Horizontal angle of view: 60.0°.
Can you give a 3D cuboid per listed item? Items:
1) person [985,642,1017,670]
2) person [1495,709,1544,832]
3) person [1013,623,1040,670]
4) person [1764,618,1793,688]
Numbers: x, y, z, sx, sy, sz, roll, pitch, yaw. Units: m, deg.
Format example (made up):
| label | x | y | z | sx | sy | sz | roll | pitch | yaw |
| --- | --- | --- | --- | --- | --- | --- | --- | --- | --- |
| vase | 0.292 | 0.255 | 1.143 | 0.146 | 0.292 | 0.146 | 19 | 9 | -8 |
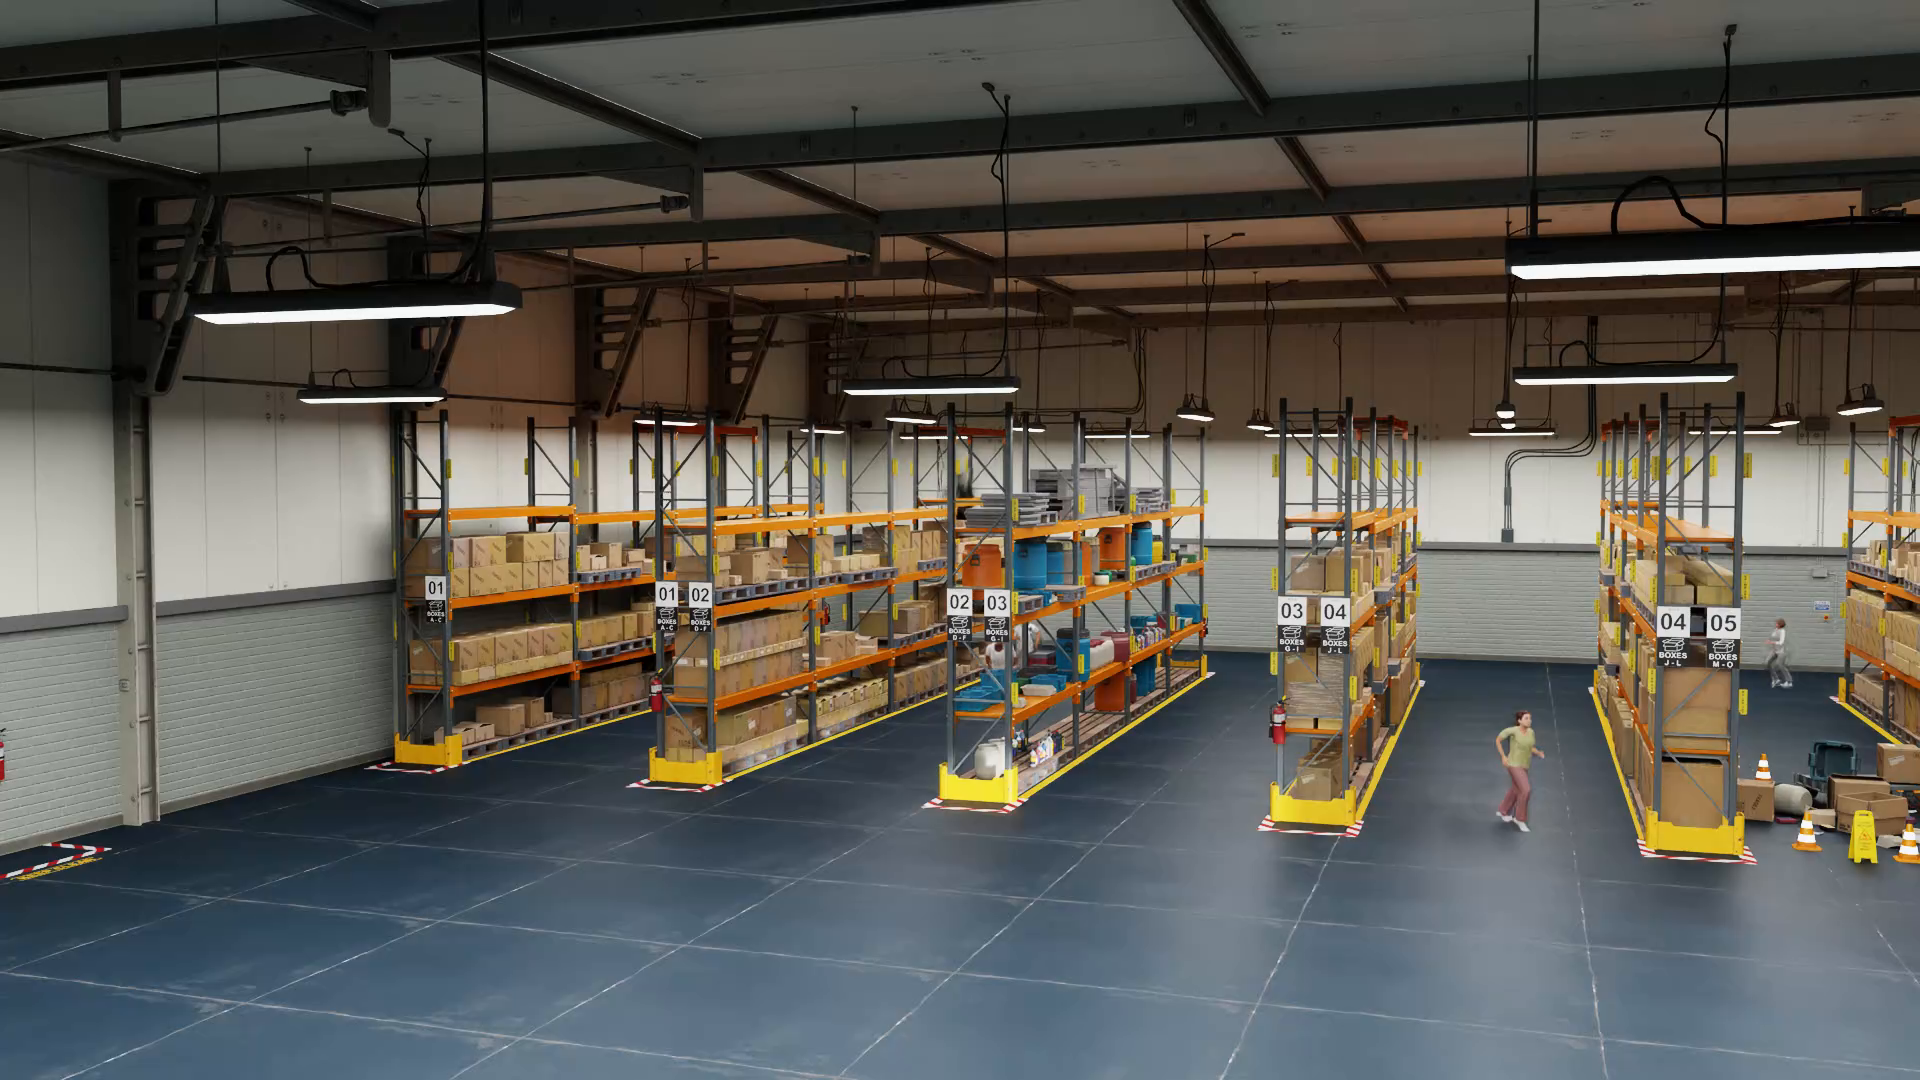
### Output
| label | x | y | z | sx | sy | sz | roll | pitch | yaw |
| --- | --- | --- | --- | --- | --- | --- | --- | --- | --- |
| person | 0.841 | 2.722 | 33.949 | 0.694 | 1.690 | 0.798 | 1 | 3 | 13 |
| person | 7.762 | 3.213 | 23.155 | 0.515 | 1.680 | 0.821 | -1 | 3 | -29 |
| person | 1.489 | 2.542 | 38.165 | 0.639 | 1.728 | 0.724 | 0 | 2 | 11 |
| person | 18.627 | 2.578 | 37.863 | 0.669 | 1.604 | 0.504 | 0 | 2 | -3 |
